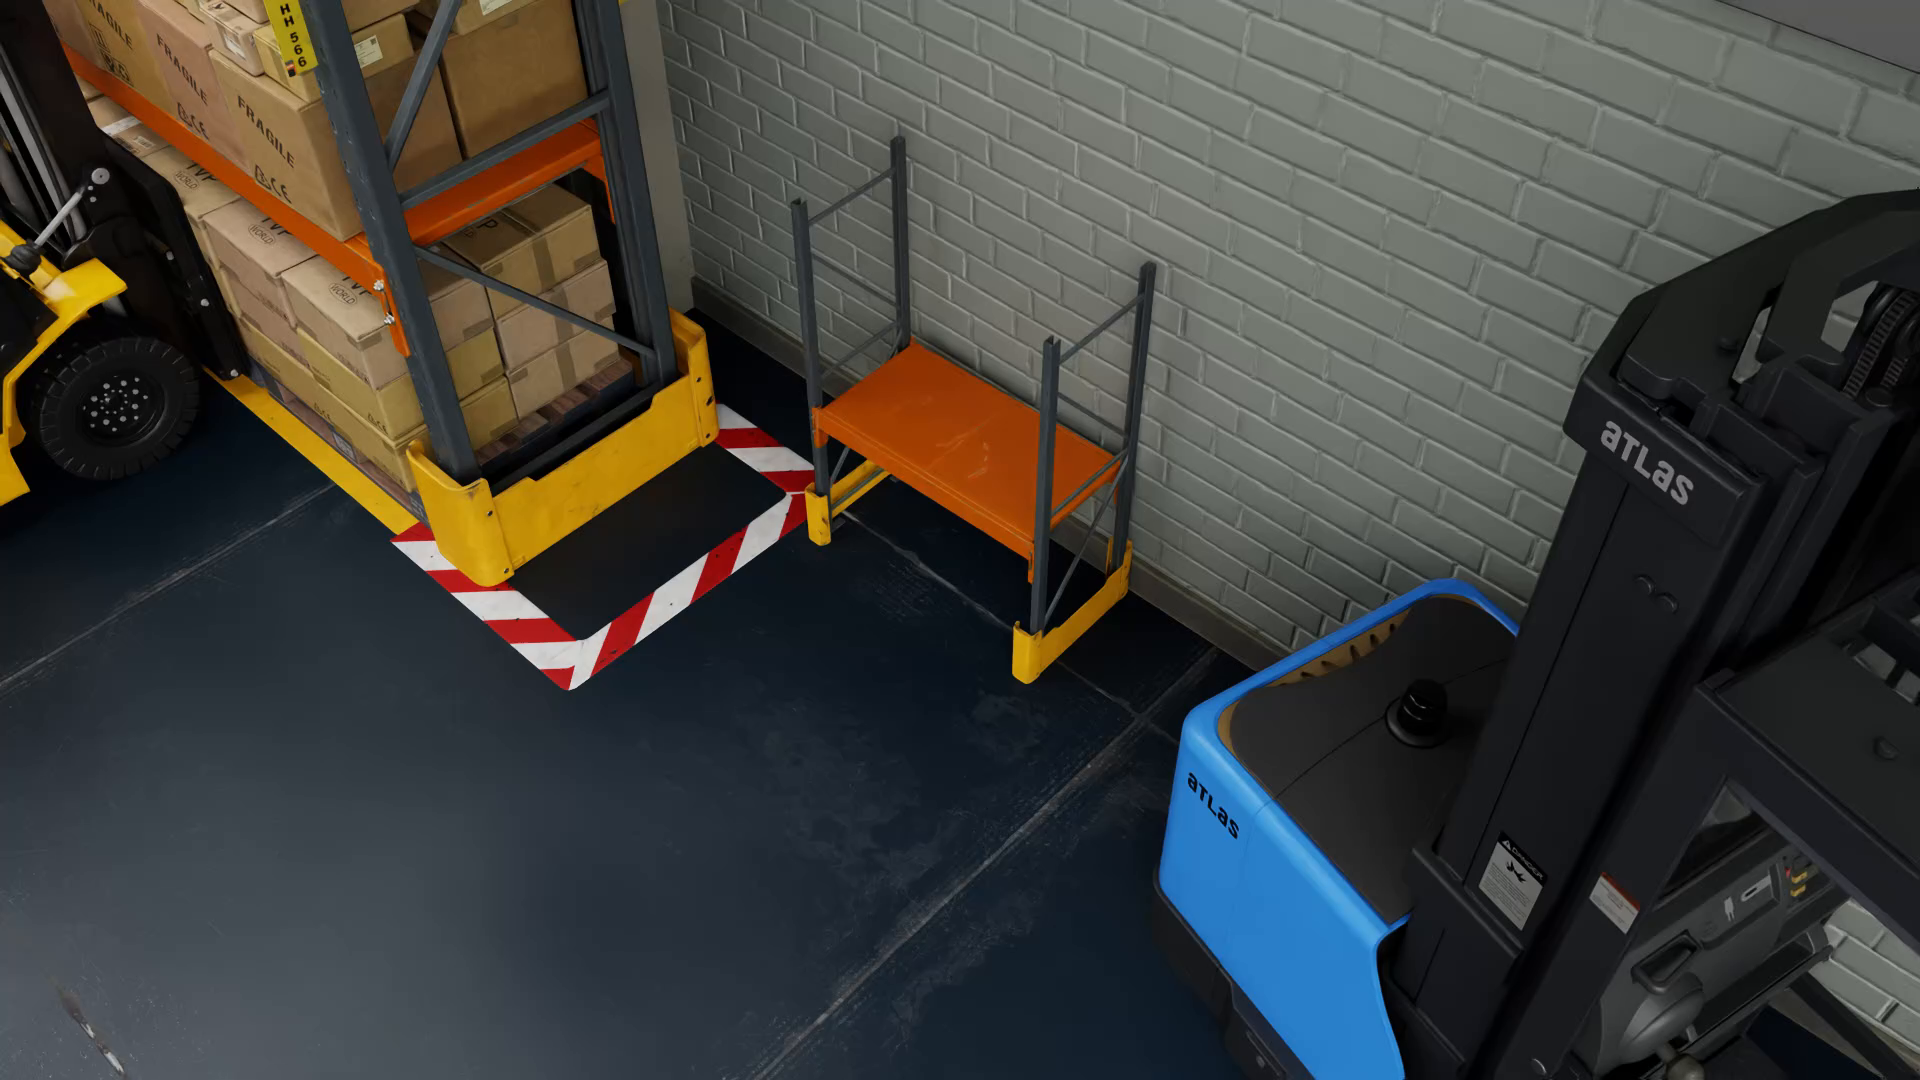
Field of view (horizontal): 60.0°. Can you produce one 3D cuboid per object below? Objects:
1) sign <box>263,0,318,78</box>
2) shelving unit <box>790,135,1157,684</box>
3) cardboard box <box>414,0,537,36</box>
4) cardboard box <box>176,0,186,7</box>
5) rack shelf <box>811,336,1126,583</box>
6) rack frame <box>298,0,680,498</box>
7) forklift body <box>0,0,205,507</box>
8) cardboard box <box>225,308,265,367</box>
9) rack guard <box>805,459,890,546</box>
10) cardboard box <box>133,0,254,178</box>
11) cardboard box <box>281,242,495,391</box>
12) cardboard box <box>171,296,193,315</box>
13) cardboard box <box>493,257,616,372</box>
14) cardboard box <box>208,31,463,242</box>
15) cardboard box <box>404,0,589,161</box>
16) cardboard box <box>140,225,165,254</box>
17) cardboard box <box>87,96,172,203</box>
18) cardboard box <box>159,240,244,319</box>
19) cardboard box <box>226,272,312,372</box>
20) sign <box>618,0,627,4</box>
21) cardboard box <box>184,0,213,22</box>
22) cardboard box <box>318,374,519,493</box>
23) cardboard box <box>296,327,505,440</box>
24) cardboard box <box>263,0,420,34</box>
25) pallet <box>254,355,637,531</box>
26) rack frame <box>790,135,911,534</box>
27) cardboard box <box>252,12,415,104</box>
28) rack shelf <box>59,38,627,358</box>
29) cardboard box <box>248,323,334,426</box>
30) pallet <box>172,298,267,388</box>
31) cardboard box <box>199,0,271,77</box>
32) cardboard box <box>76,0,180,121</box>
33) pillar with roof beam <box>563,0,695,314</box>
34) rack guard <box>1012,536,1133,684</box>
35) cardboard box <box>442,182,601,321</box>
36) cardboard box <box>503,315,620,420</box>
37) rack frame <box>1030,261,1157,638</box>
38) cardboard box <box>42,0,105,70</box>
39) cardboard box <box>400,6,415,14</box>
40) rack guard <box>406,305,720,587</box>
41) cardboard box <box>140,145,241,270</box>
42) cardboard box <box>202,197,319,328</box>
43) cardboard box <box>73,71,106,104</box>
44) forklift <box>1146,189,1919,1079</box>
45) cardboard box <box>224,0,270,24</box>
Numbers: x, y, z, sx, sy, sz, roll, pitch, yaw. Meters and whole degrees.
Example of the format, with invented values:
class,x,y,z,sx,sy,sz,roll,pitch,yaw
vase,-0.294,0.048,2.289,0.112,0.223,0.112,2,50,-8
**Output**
class,x,y,z,sx,sy,sz,roll,pitch,yaw
sign,-1.854,-1.439,4.587,0.005,0.325,0.100,34,55,28
shelving unit,0.022,-0.427,5.622,1.083,1.500,0.587,33,55,27
cardboard box,-1.549,-1.808,5.377,0.250,0.149,0.380,33,55,27
cardboard box,-2.452,-1.923,5.484,0.250,0.149,0.380,34,55,27
rack shelf,0.029,-0.299,5.749,1.000,0.185,0.538,33,55,27
rack frame,-1.476,-1.245,5.362,0.127,3.000,1.000,34,55,28
forklift body,-4.106,-0.915,5.634,1.214,2.155,2.313,34,55,28
cardboard box,-2.756,-1.014,6.743,0.500,0.250,0.500,35,56,28
rack guard,-0.353,-0.238,6.302,0.087,0.250,0.587,33,55,27
cardboard box,-2.390,-1.644,5.667,0.500,0.500,0.500,36,56,29
cardboard box,-2.026,-0.851,5.903,0.500,0.250,0.500,36,56,29
cardboard box,-3.153,-1.259,6.972,0.500,0.250,0.500,36,56,29
cardboard box,-1.680,-0.963,6.351,0.500,0.250,0.500,35,56,28
cardboard box,-2.015,-1.382,5.422,0.500,0.500,0.500,33,55,27
cardboard box,-1.651,-1.673,5.695,0.500,0.500,0.500,36,56,29
cardboard box,-3.165,-1.439,6.799,0.500,0.250,0.500,34,55,28
cardboard box,-3.150,-1.599,6.606,0.500,0.250,0.500,33,55,27
cardboard box,-2.800,-1.190,6.565,0.500,0.250,0.500,33,55,27
cardboard box,-2.407,-0.946,6.336,0.500,0.250,0.500,33,55,27
sign,-1.095,-1.863,5.294,0.005,0.325,0.100,34,55,28
cardboard box,-2.278,-1.794,5.364,0.250,0.149,0.380,35,56,28
cardboard box,-2.035,-0.511,6.270,0.500,0.250,0.500,34,56,28
cardboard box,-2.045,-0.692,6.097,0.500,0.250,0.500,33,55,27
cardboard box,-1.882,-1.667,5.040,0.250,0.149,0.380,34,55,28
pallet,-2.066,-0.646,6.712,1.213,0.211,1.003,34,55,28
rack frame,-0.353,-0.666,5.847,0.032,1.500,0.500,33,55,27
cardboard box,-1.920,-1.523,5.109,0.250,0.149,0.380,35,56,28
rack shelf,-2.945,-1.988,6.552,4.000,0.370,1.077,34,55,28
cardboard box,-2.394,-0.762,6.506,0.500,0.250,0.500,34,55,28
pallet,-2.958,-1.250,7.278,1.213,0.211,1.003,34,55,28
cardboard box,-2.128,-1.633,5.212,0.250,0.149,0.380,35,56,28
cardboard box,-2.767,-1.897,5.905,0.500,0.500,0.500,33,55,27
pillar with roof beam,-4.296,-1.820,1.786,0.400,9.000,9.100,34,55,28
rack guard,0.397,0.240,5.853,0.087,0.250,0.587,33,55,27
cardboard box,-1.700,-1.129,6.165,0.500,0.250,0.500,33,55,27
cardboard box,-1.704,-0.795,6.537,0.500,0.250,0.500,34,56,28
rack frame,0.412,-0.179,5.389,0.032,1.500,0.500,33,55,27
cardboard box,-3.144,-2.139,6.133,0.500,0.500,0.500,34,56,28
cardboard box,-1.774,-1.896,5.459,0.250,0.149,0.380,34,55,28
rack guard,-1.458,-0.378,6.262,0.348,0.500,1.175,34,55,28
cardboard box,-2.782,-1.344,6.367,0.500,0.250,0.500,35,56,28
cardboard box,-2.405,-1.100,6.137,0.500,0.250,0.500,35,56,28
cardboard box,-3.530,-1.862,6.853,0.500,0.250,0.500,36,56,29
forklift,1.778,0.912,3.383,1.130,2.935,3.031,-25,52,-21
cardboard box,-2.084,-1.773,5.139,0.250,0.149,0.380,34,55,28
